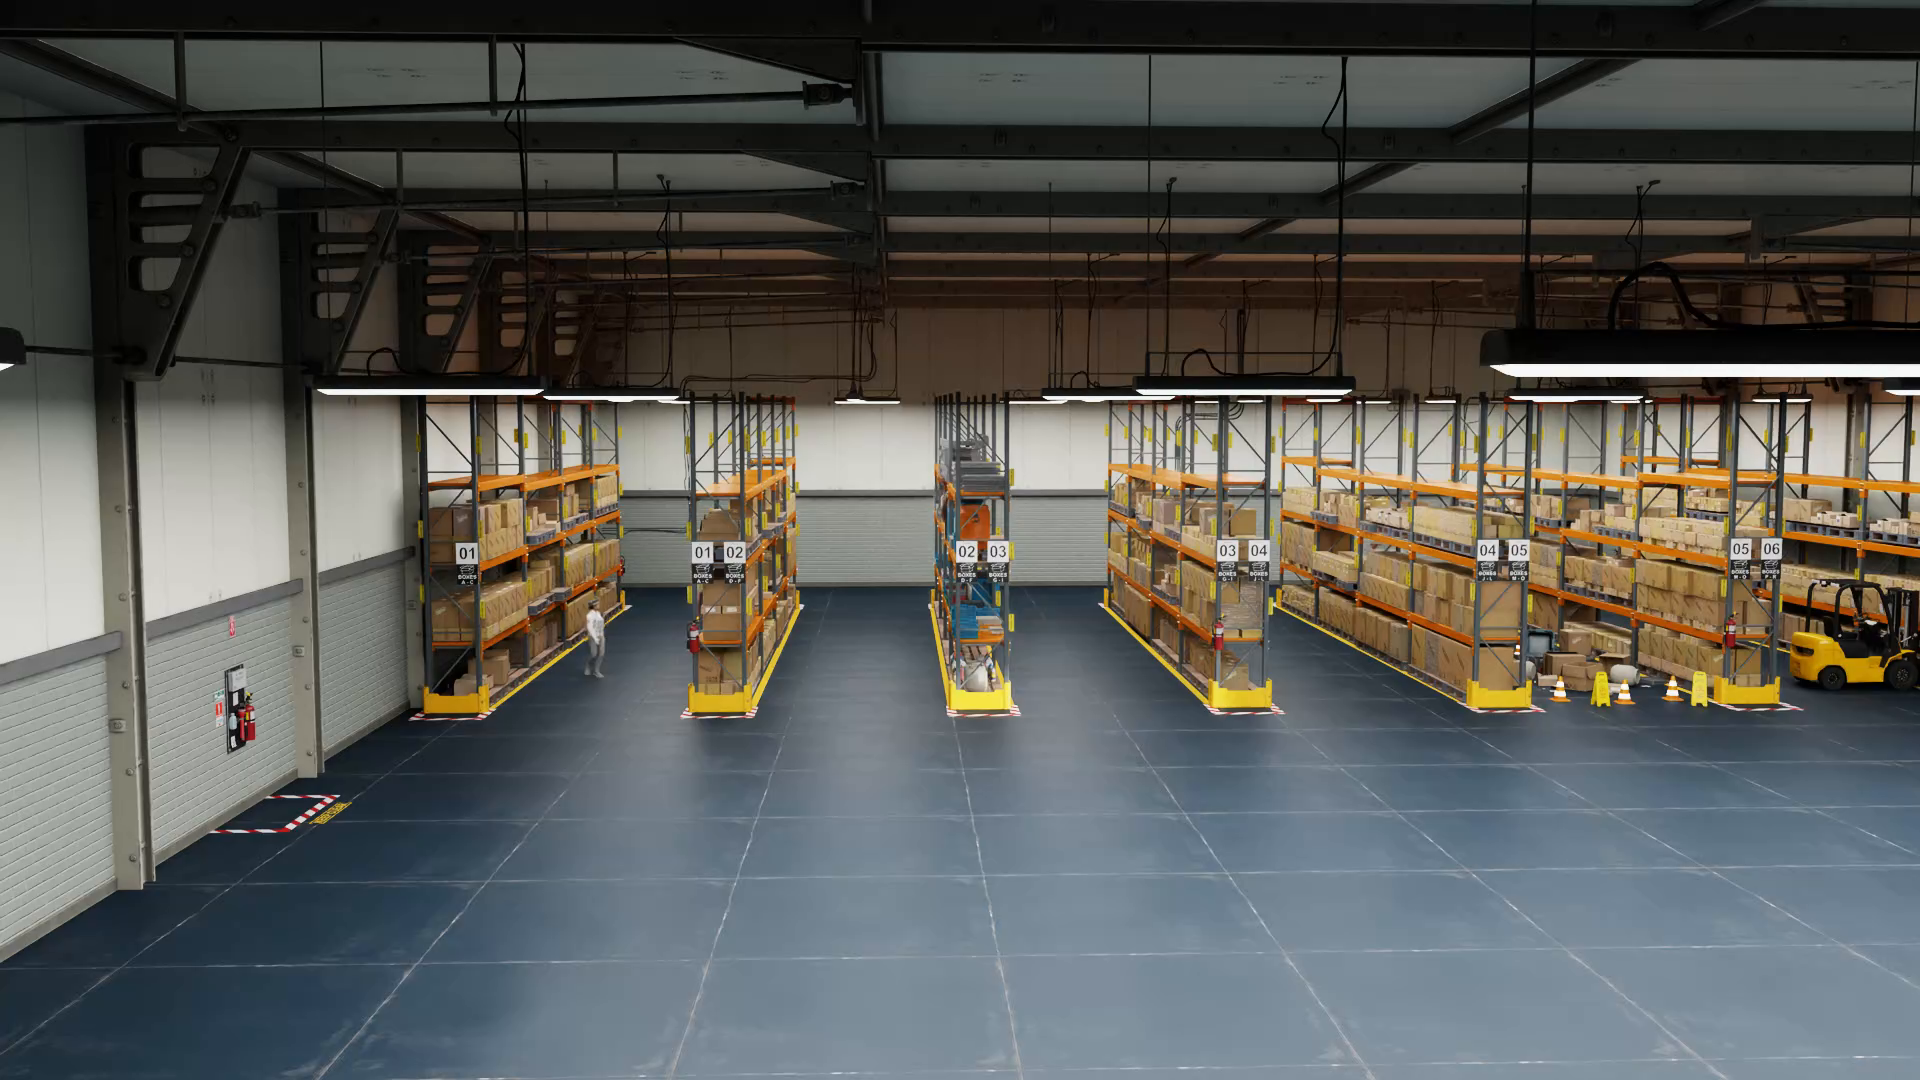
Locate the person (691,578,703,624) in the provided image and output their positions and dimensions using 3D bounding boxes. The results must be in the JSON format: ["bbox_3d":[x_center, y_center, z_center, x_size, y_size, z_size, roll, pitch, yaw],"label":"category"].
[{"bbox_3d":[-6.841,1.380,43.949,0.567,1.613,1.039,0,5,-4],"label":"person"}]

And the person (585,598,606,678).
[{"bbox_3d":[-7.721,2.072,35.330,0.503,1.687,0.557,4,6,38],"label":"person"}]

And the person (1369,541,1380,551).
[{"bbox_3d":[12.749,0.810,51.239,0.443,1.588,0.418,-3,5,-33],"label":"person"}]
